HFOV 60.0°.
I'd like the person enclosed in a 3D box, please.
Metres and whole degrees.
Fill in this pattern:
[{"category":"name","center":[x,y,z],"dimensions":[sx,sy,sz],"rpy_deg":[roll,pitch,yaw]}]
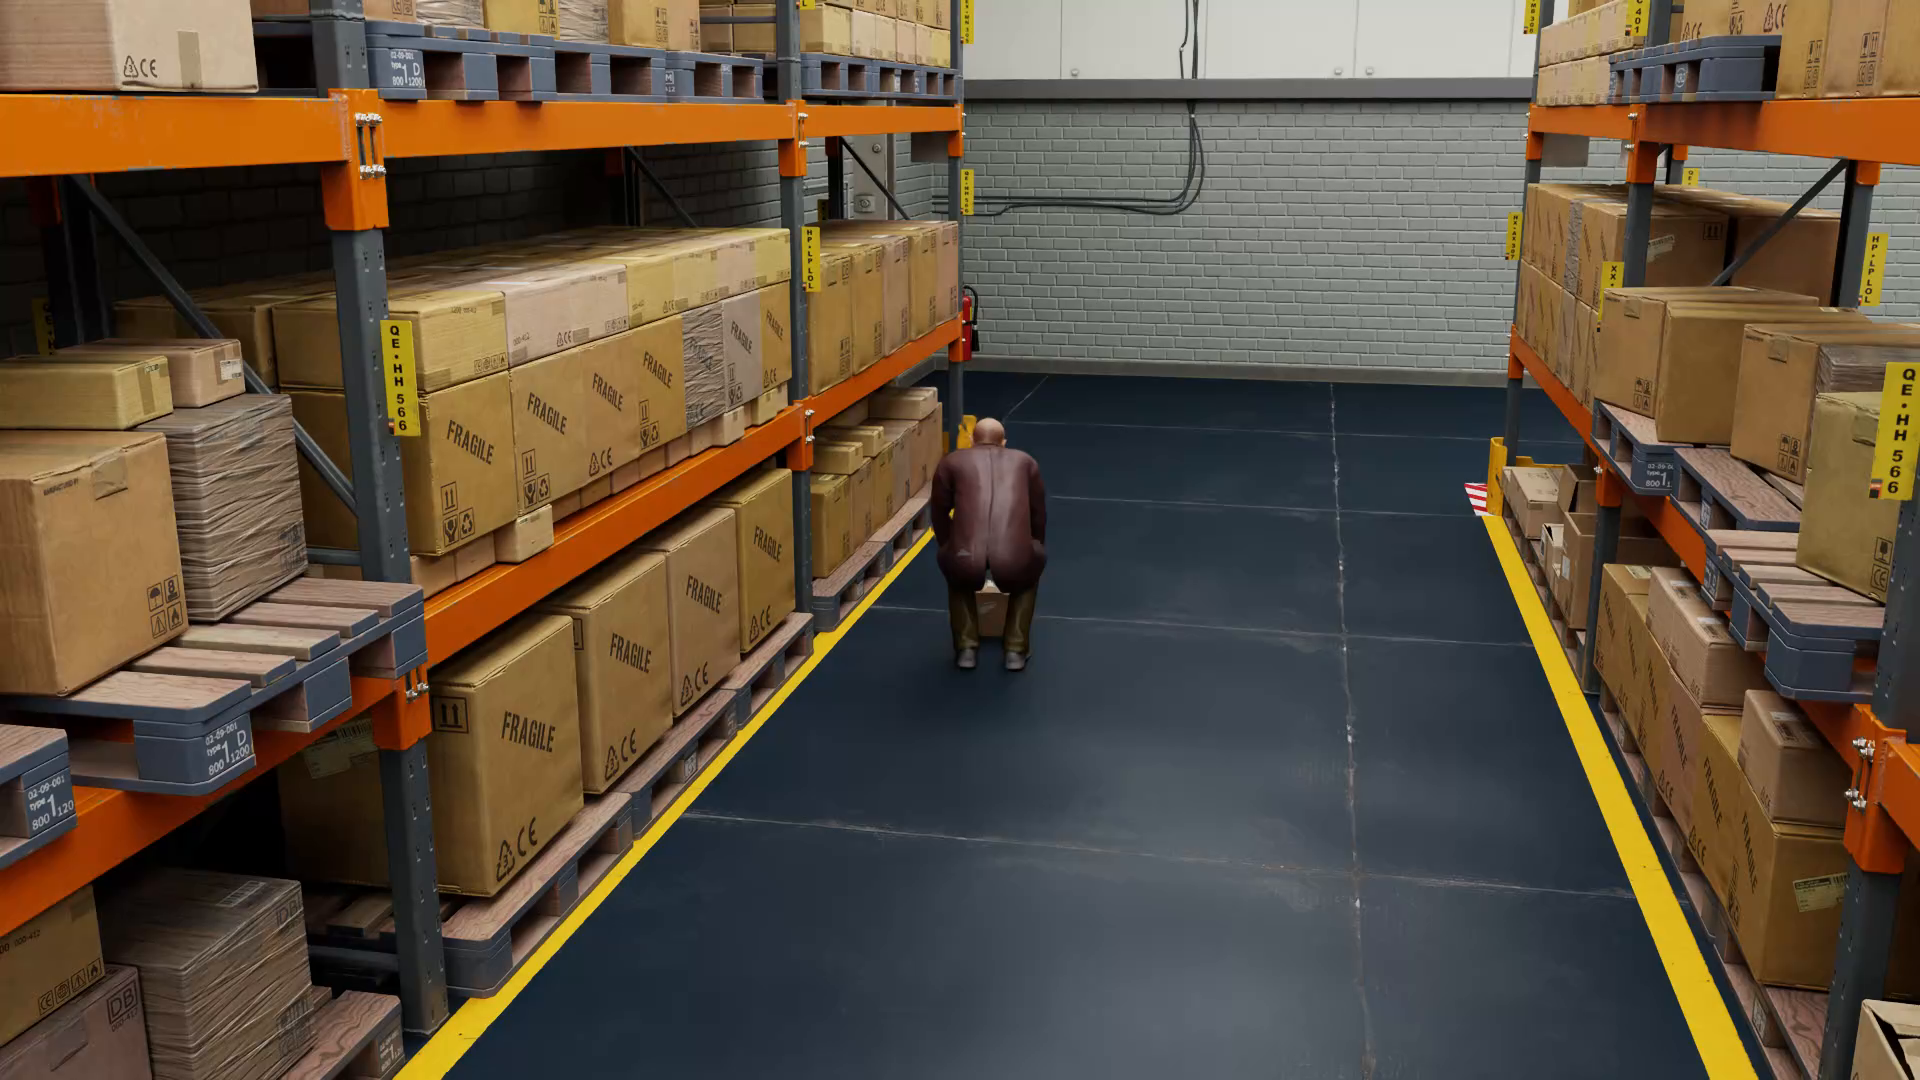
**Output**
[{"category":"person","center":[0.142,0.025,8.593],"dimensions":[0.629,1.207,0.815],"rpy_deg":[2,15,6]}]
